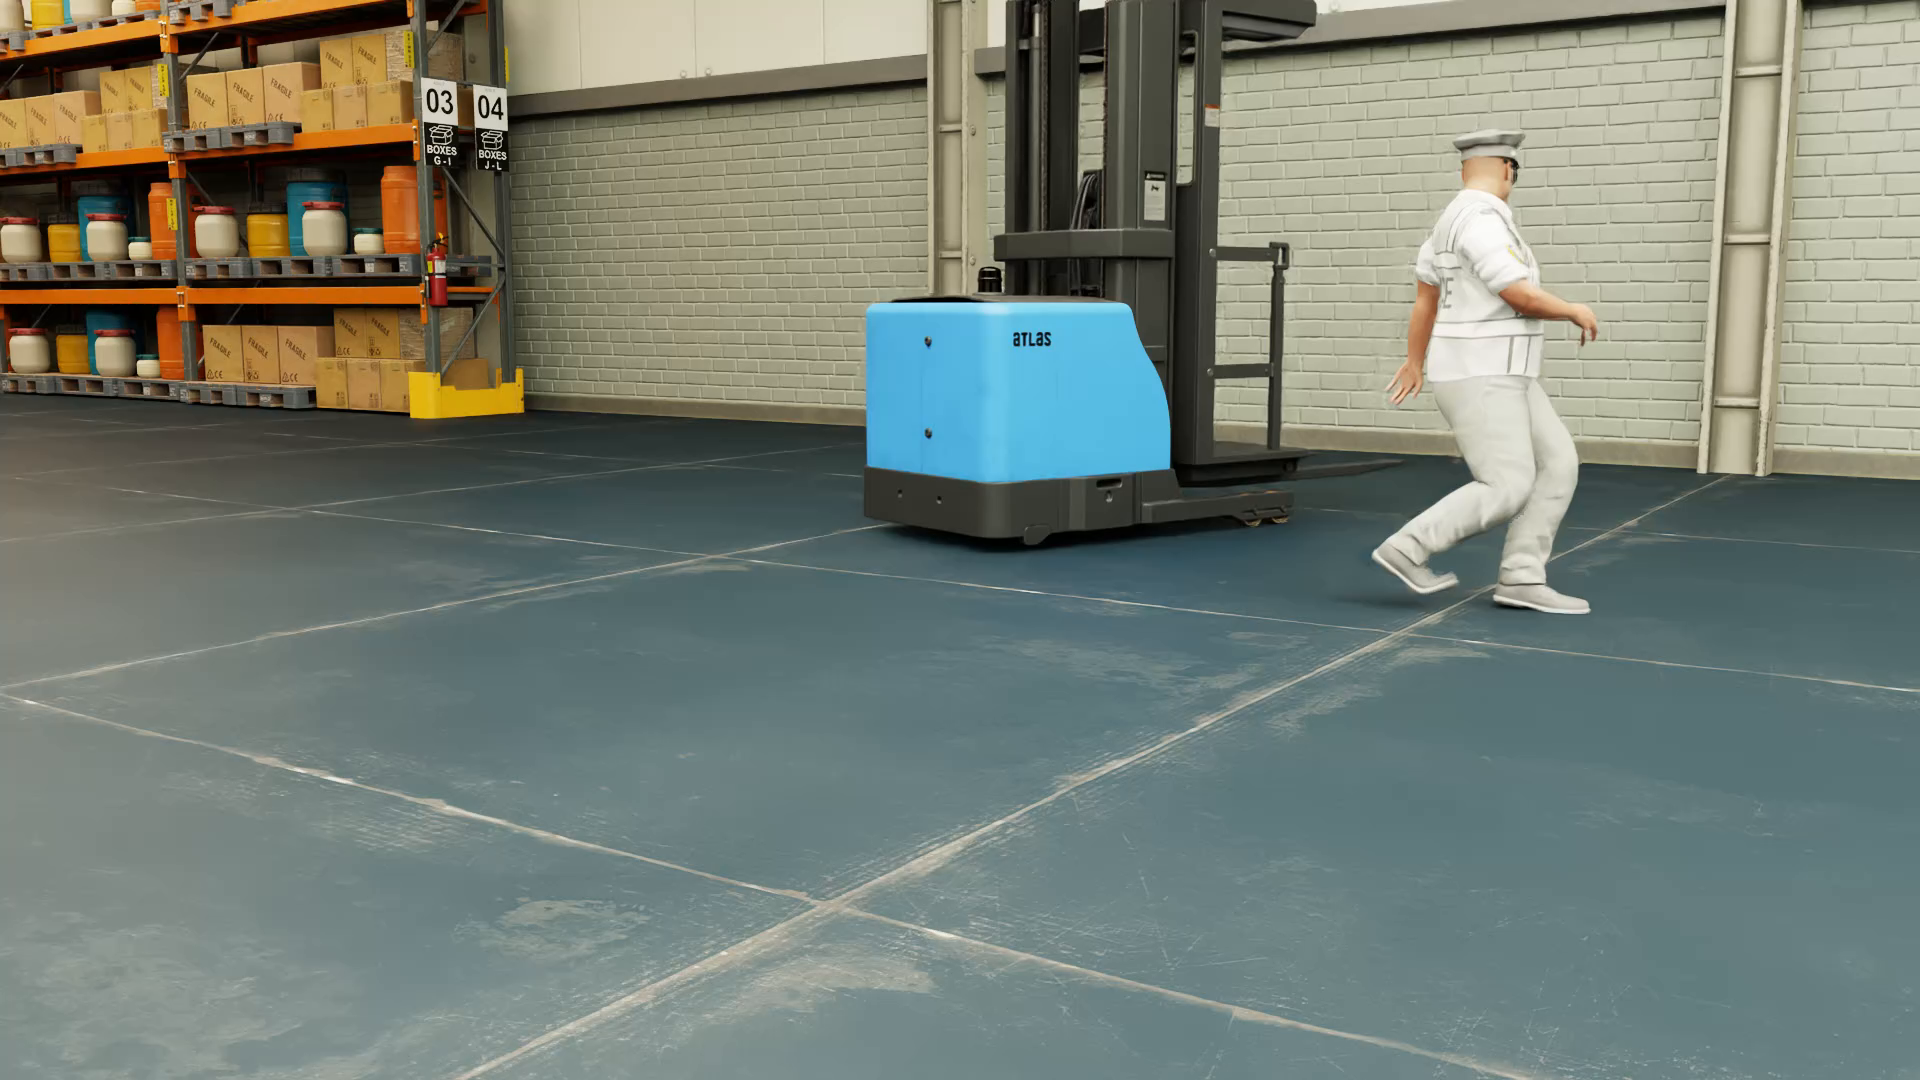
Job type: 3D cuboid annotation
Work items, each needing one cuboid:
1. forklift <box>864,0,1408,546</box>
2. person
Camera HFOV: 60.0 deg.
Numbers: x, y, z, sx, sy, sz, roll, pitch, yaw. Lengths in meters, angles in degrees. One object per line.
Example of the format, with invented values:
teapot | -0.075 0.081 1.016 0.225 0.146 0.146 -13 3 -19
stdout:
forklift | 1.026 -1.567 8.215 3.031 2.935 1.130 -6 10 -37
person | 1.840 -0.581 5.836 0.779 1.674 0.628 4 9 25
